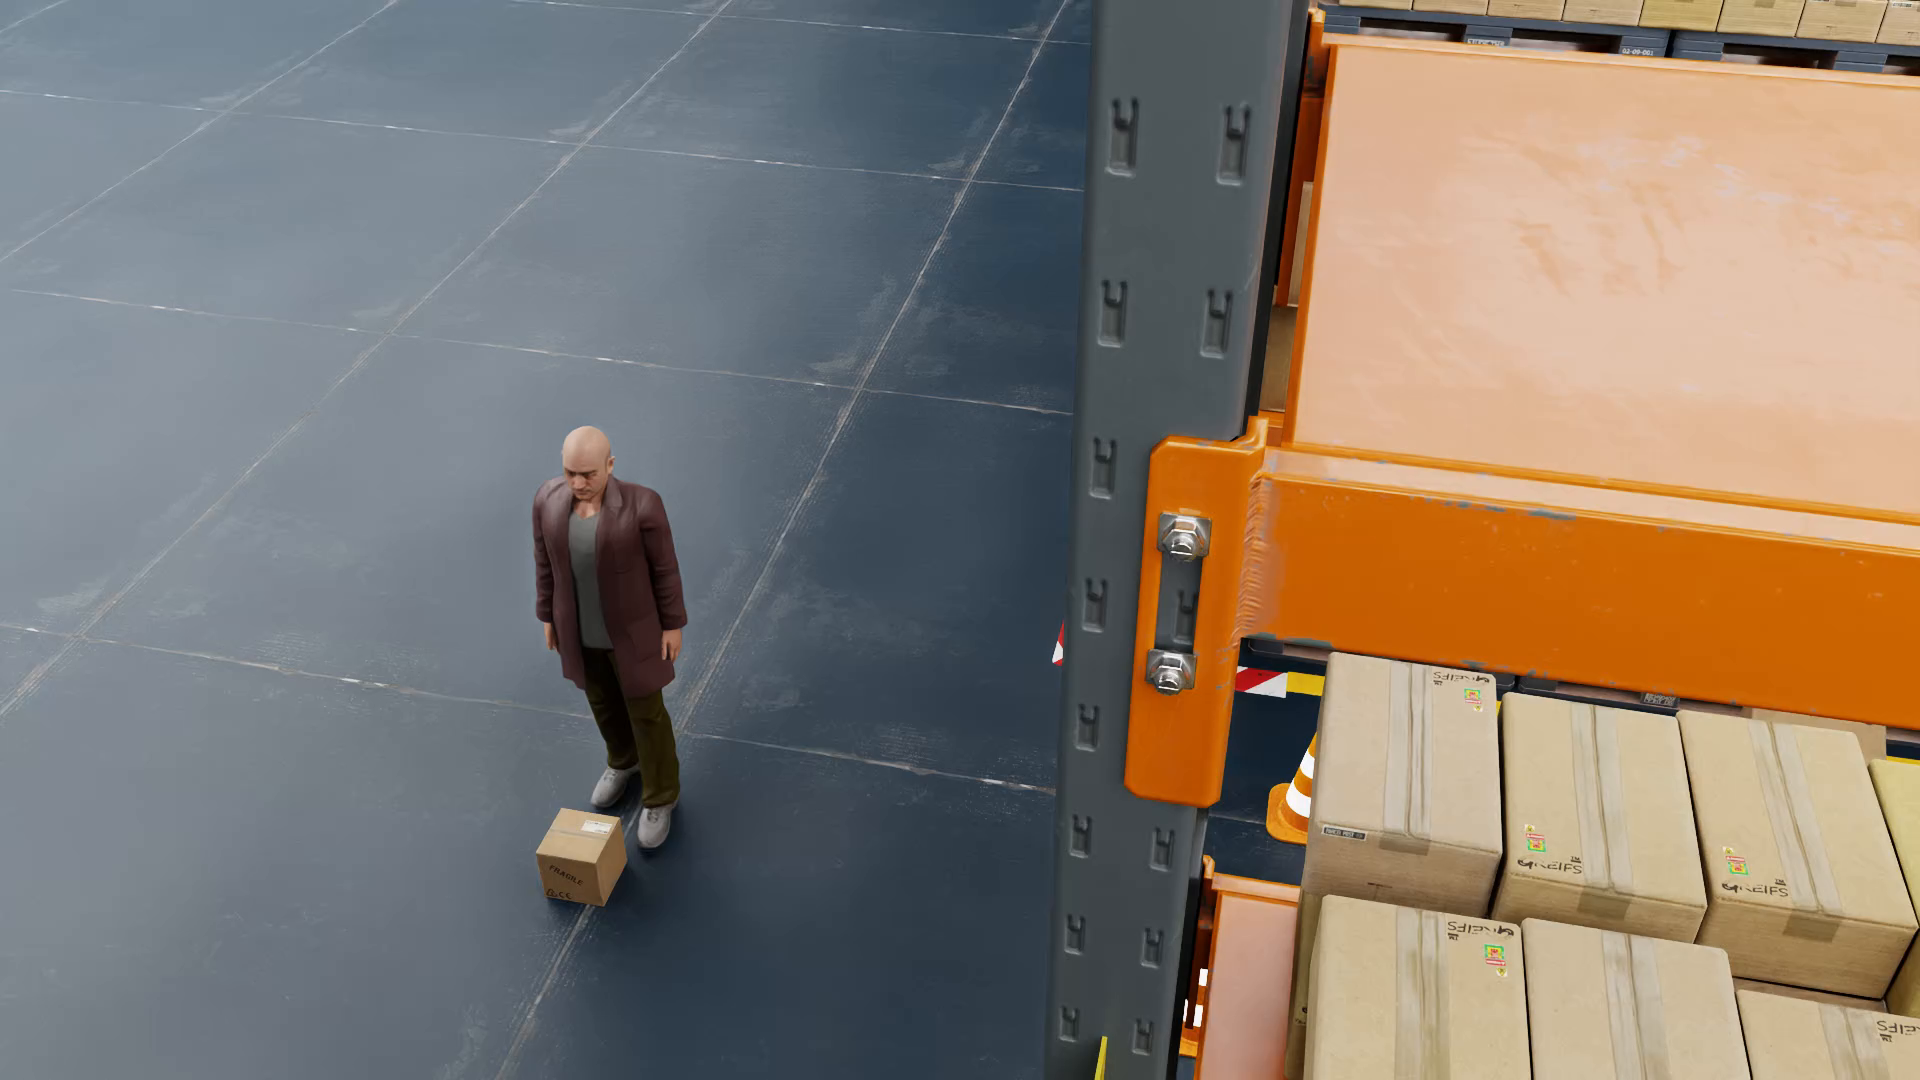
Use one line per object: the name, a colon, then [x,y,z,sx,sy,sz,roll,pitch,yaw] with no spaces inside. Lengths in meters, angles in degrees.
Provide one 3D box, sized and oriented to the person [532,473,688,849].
person: [-1.388,0.455,6.518,0.611,1.581,0.544,7,37,10]
